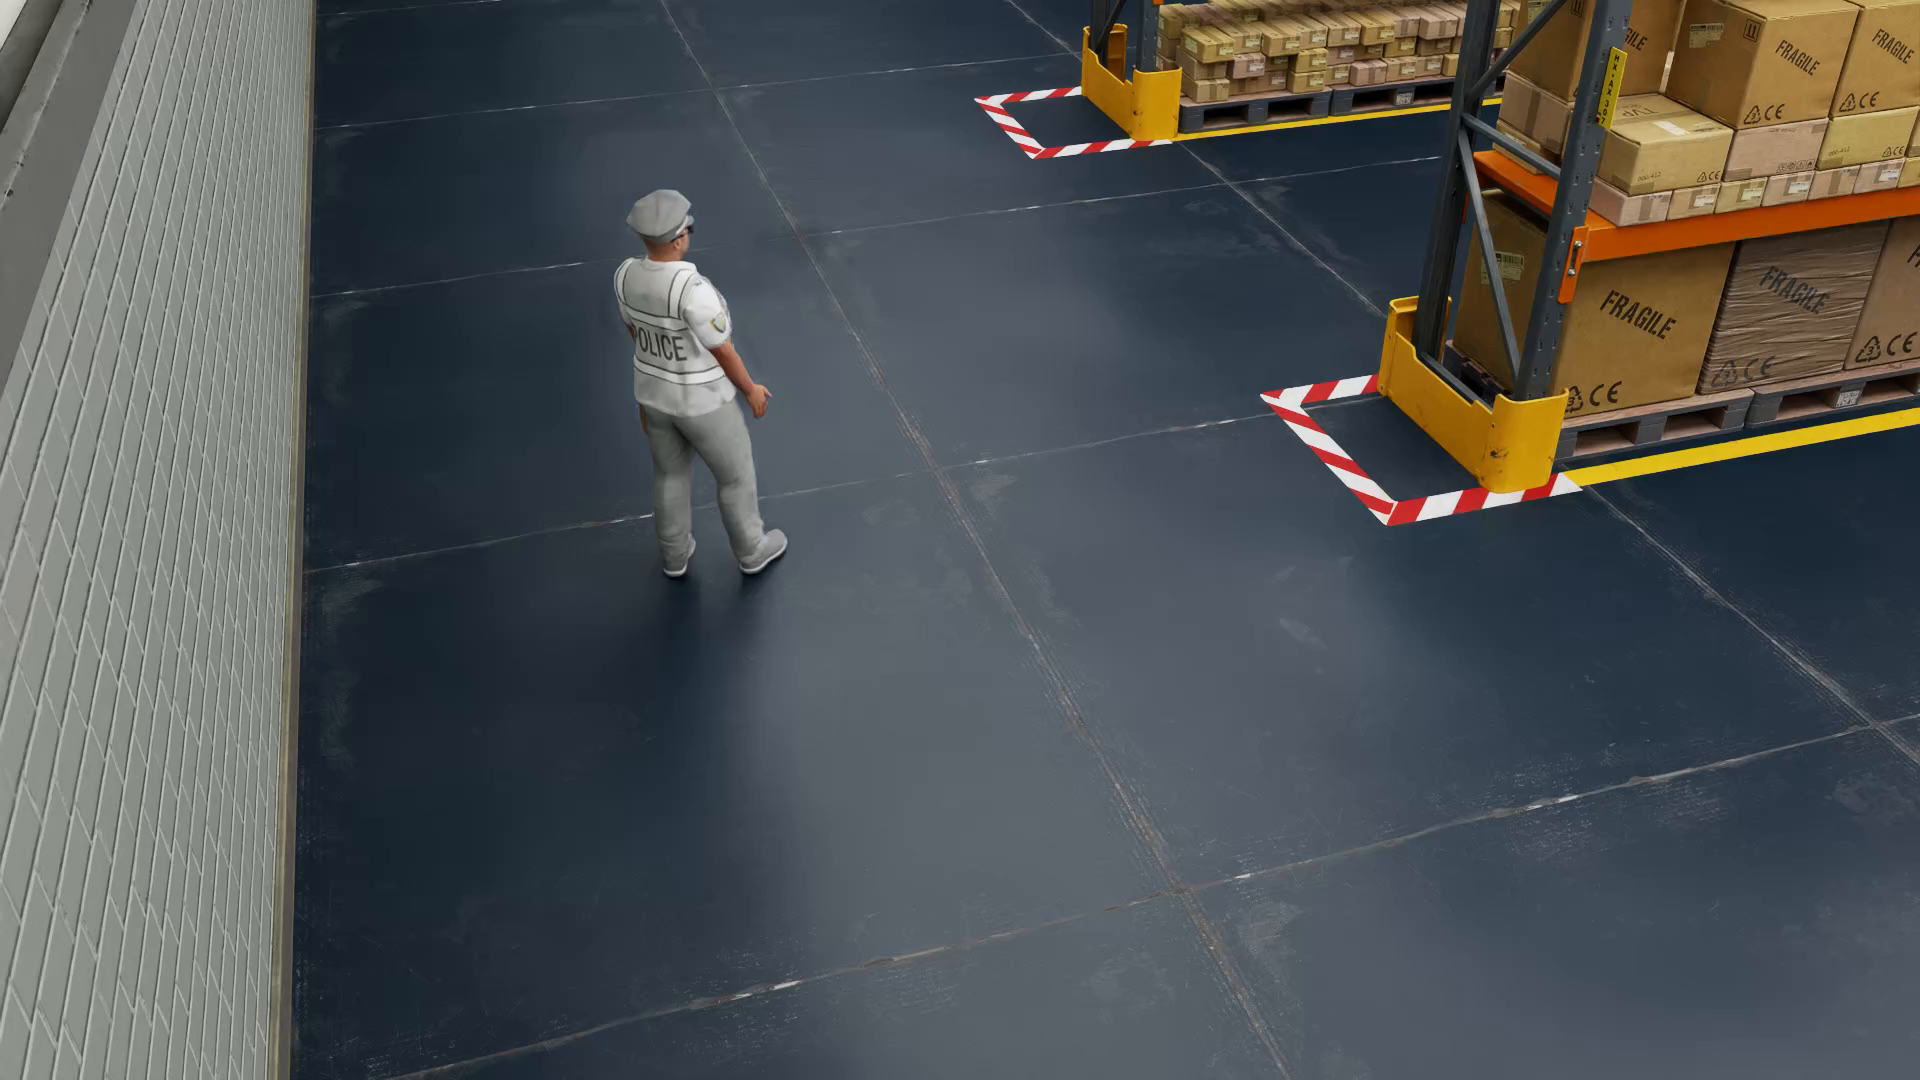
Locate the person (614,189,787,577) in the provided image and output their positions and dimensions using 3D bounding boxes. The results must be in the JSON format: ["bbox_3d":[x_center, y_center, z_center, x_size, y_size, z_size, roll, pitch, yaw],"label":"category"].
[{"bbox_3d":[-1.104,-0.658,7.072,0.576,1.778,0.551,19,38,26],"label":"person"}]
